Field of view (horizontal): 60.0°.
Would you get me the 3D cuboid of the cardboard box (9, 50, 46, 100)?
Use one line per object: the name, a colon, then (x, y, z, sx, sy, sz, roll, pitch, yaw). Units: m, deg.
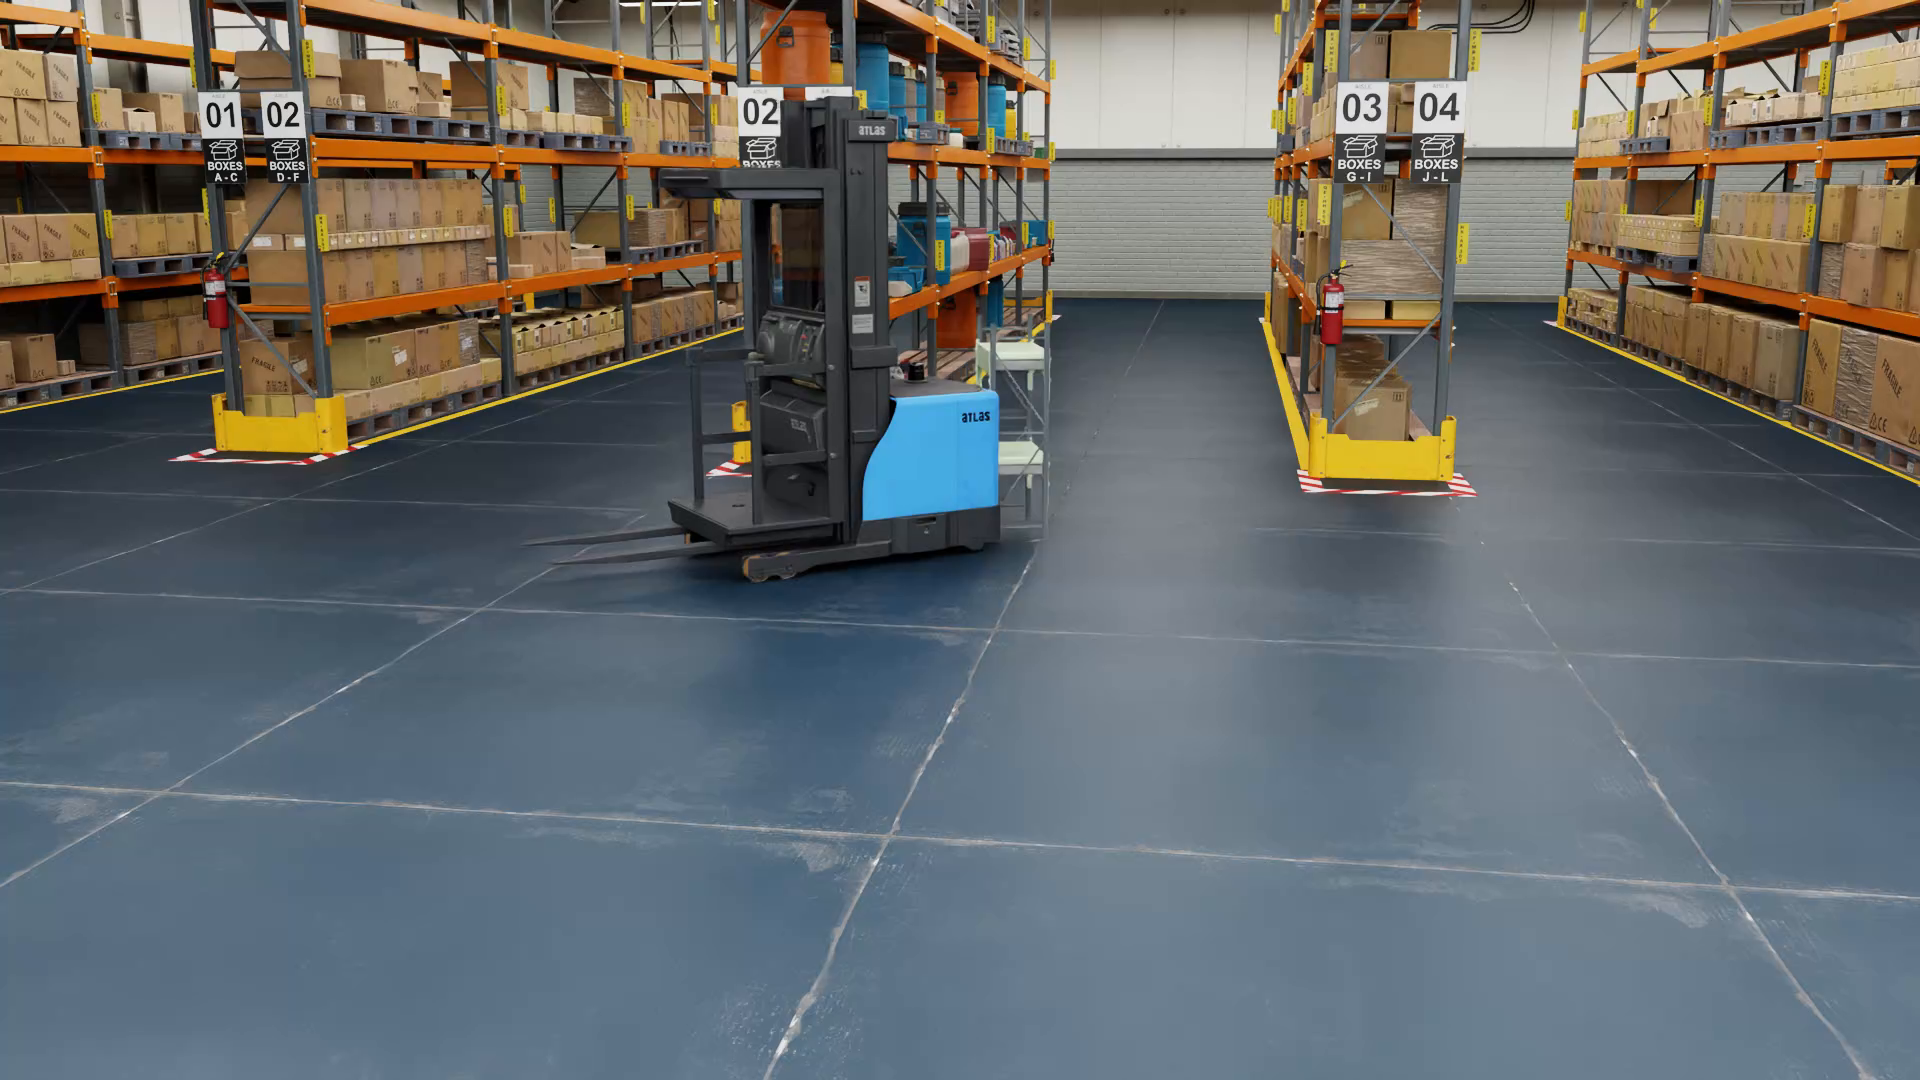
cardboard box: (-10.433, -5.091, 18.220, 0.500, 0.500, 0.500, 3, 12, 12)

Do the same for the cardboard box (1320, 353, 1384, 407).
cardboard box: (3.952, -1.606, 16.763, 0.500, 0.500, 0.500, 6, 14, 27)

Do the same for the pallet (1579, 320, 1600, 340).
pallet: (10.503, -3.340, 26.493, 1.003, 0.211, 1.213, 2, 12, 9)

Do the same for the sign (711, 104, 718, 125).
sign: (-3.875, -6.706, 26.207, 0.100, 0.325, 0.005, 2, 12, 9)

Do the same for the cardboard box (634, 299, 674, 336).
cardboard box: (-4.529, -3.271, 24.439, 0.500, 0.500, 0.500, 2, 12, 8)

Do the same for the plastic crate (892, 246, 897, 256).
plastic crate: (-0.898, -3.217, 19.337, 0.392, 0.384, 0.575, 2, 12, 9)

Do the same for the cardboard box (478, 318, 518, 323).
cardboard box: (-5.722, -2.587, 20.578, 0.500, 0.311, 0.500, 2, 12, 8)

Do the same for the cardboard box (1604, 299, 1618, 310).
cardboard box: (10.079, -3.599, 25.433, 0.380, 0.149, 0.250, 2, 12, 8)

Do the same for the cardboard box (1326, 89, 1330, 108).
cardboard box: (3.358, -3.811, 14.349, 0.380, 0.149, 0.250, 2, 12, 9)

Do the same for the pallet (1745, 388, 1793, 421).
pallet: (9.064, -1.443, 17.686, 1.003, 0.211, 1.213, 2, 12, 9)

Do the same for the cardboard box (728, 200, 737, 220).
cardboard box: (-3.994, -5.545, 27.495, 0.500, 0.500, 0.500, 1, 12, 7)

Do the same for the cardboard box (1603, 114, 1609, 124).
cardboard box: (10.220, -6.538, 25.812, 0.380, 0.149, 0.250, 2, 12, 8)

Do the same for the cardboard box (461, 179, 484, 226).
cardboard box: (-5.716, -3.737, 18.395, 0.700, 0.500, 0.500, 2, 12, 9)

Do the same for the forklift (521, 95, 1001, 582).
forklift: (-1.262, -1.298, 10.558, 3.031, 2.935, 1.130, -7, 14, -29)

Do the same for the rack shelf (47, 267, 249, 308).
rack shelf: (-10.242, -3.370, 21.721, 1.077, 0.370, 4.000, 2, 12, 9)

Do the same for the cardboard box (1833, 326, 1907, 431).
cardboard box: (8.719, -1.493, 15.347, 0.875, 0.875, 0.875, 2, 12, 9)

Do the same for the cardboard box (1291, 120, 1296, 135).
cardboard box: (5.425, -6.424, 25.590, 0.700, 0.500, 0.500, 1, 12, 5)

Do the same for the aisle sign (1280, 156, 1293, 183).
aisle sign: (5.694, -6.618, 28.911, 0.394, 0.787, 0.004, 2, 12, 9)

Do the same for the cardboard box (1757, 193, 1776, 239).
cardboard box: (9.324, -3.601, 18.473, 0.700, 0.500, 0.500, 2, 12, 8)

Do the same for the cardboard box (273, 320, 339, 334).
cardboard box: (-9.691, -3.442, 24.449, 0.750, 0.750, 0.750, 2, 12, 8)

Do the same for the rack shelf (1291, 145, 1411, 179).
rack shelf: (4.442, -4.355, 19.170, 1.077, 0.370, 4.000, 2, 12, 9)

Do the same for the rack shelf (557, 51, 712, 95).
rack shelf: (-4.731, -6.781, 24.253, 1.077, 0.370, 4.000, 2, 12, 9)

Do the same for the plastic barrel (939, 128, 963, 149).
plastic barrel: (-0.110, -4.944, 20.522, 0.301, 0.262, 0.301, 0, 12, 0)

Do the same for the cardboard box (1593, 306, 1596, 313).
cardboard box: (10.388, -3.722, 26.708, 0.380, 0.149, 0.250, 3, 12, 12)

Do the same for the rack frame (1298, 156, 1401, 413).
rack frame: (4.134, -2.824, 17.479, 1.000, 3.000, 0.127, 2, 12, 9)

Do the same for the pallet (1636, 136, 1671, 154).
pallet: (9.893, -5.341, 22.484, 1.213, 0.211, 1.003, 2, 12, 9)

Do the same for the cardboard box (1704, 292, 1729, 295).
cardboard box: (10.147, -3.169, 22.235, 0.500, 0.250, 0.500, 2, 12, 9)

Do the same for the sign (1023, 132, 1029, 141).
sign: (1.014, -6.103, 25.549, 0.100, 0.325, 0.005, 2, 12, 9)

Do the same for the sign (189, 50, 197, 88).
sign: (-6.803, -4.194, 14.802, 0.100, 0.325, 0.005, 2, 12, 9)

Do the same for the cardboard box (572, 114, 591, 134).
cardboard box: (-5.116, -5.371, 21.535, 0.500, 0.250, 0.500, 2, 12, 10)

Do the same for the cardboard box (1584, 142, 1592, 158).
cardboard box: (10.458, -6.339, 27.023, 0.500, 0.250, 0.500, 2, 12, 10)

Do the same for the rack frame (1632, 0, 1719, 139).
rack frame: (10.250, -7.241, 23.731, 1.000, 3.000, 0.127, 2, 12, 9)

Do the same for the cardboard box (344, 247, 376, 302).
cardboard box: (-6.109, -2.569, 16.055, 0.700, 0.500, 0.500, 2, 12, 10)

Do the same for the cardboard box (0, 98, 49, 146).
cardboard box: (-10.473, -4.613, 18.373, 0.500, 0.500, 0.500, 1, 12, 4)

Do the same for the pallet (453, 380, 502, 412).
pallet: (-5.818, -1.619, 18.504, 1.003, 0.211, 1.213, 2, 12, 9)

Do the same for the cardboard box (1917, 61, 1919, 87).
cardboard box: (8.359, -3.922, 13.868, 0.500, 0.250, 0.500, 2, 12, 8)

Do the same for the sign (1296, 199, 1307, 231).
sign: (3.585, -3.408, 17.437, 0.100, 0.325, 0.005, 2, 12, 9)

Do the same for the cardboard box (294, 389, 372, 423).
cardboard box: (-5.967, -1.279, 15.838, 0.500, 0.250, 0.500, 2, 12, 9)

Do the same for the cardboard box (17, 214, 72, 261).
cardboard box: (-10.388, -3.396, 18.662, 0.500, 0.500, 0.500, 2, 12, 8)

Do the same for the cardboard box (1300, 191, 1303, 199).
cardboard box: (4.981, -4.484, 22.559, 0.797, 0.503, 0.637, 2, 12, 10)

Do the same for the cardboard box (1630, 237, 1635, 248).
cardboard box: (9.616, -4.161, 23.282, 0.380, 0.149, 0.250, 2, 12, 9)

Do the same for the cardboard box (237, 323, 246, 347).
cardboard box: (-10.187, -2.877, 22.610, 0.700, 0.500, 0.500, 2, 12, 9)

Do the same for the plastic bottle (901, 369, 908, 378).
plastic bottle: (-0.588, -1.653, 17.449, 0.061, 0.283, 0.133, 3, 12, 12)

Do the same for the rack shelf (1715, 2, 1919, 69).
rack shelf: (9.327, -5.444, 18.053, 1.077, 0.370, 4.000, 2, 12, 9)

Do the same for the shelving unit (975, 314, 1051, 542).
shelving unit: (0.361, -0.801, 11.651, 0.431, 1.500, 0.755, -1, 12, -7)

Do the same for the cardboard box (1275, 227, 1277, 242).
cardboard box: (5.410, -4.982, 27.139, 0.500, 0.250, 0.500, 2, 12, 8)

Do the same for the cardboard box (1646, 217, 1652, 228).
cardboard box: (9.499, -4.289, 22.461, 0.380, 0.149, 0.250, 2, 12, 10)

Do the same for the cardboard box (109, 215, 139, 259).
cardboard box: (-10.437, -3.675, 20.143, 0.700, 0.500, 0.500, 2, 12, 9)

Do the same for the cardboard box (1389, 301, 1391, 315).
cardboard box: (3.856, -1.972, 14.120, 0.380, 0.149, 0.250, 2, 12, 9)

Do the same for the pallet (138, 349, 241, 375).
pallet: (-10.246, -2.360, 21.941, 1.003, 0.211, 1.213, 2, 12, 9)

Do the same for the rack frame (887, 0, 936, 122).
rack frame: (-0.760, -5.918, 17.591, 1.000, 3.000, 0.127, 2, 12, 9)

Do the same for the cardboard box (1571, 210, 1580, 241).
cardboard box: (10.523, -5.250, 27.793, 0.500, 0.500, 0.500, 2, 12, 11)

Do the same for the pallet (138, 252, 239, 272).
pallet: (-10.198, -3.631, 21.679, 1.003, 0.211, 1.213, 2, 12, 9)

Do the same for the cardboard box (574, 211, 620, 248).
cardboard box: (-5.053, -4.368, 23.406, 0.700, 0.500, 0.500, -2, 12, -10)

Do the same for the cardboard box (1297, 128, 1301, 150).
cardboard box: (4.346, -4.854, 20.131, 0.500, 0.250, 0.500, 2, 12, 10)
